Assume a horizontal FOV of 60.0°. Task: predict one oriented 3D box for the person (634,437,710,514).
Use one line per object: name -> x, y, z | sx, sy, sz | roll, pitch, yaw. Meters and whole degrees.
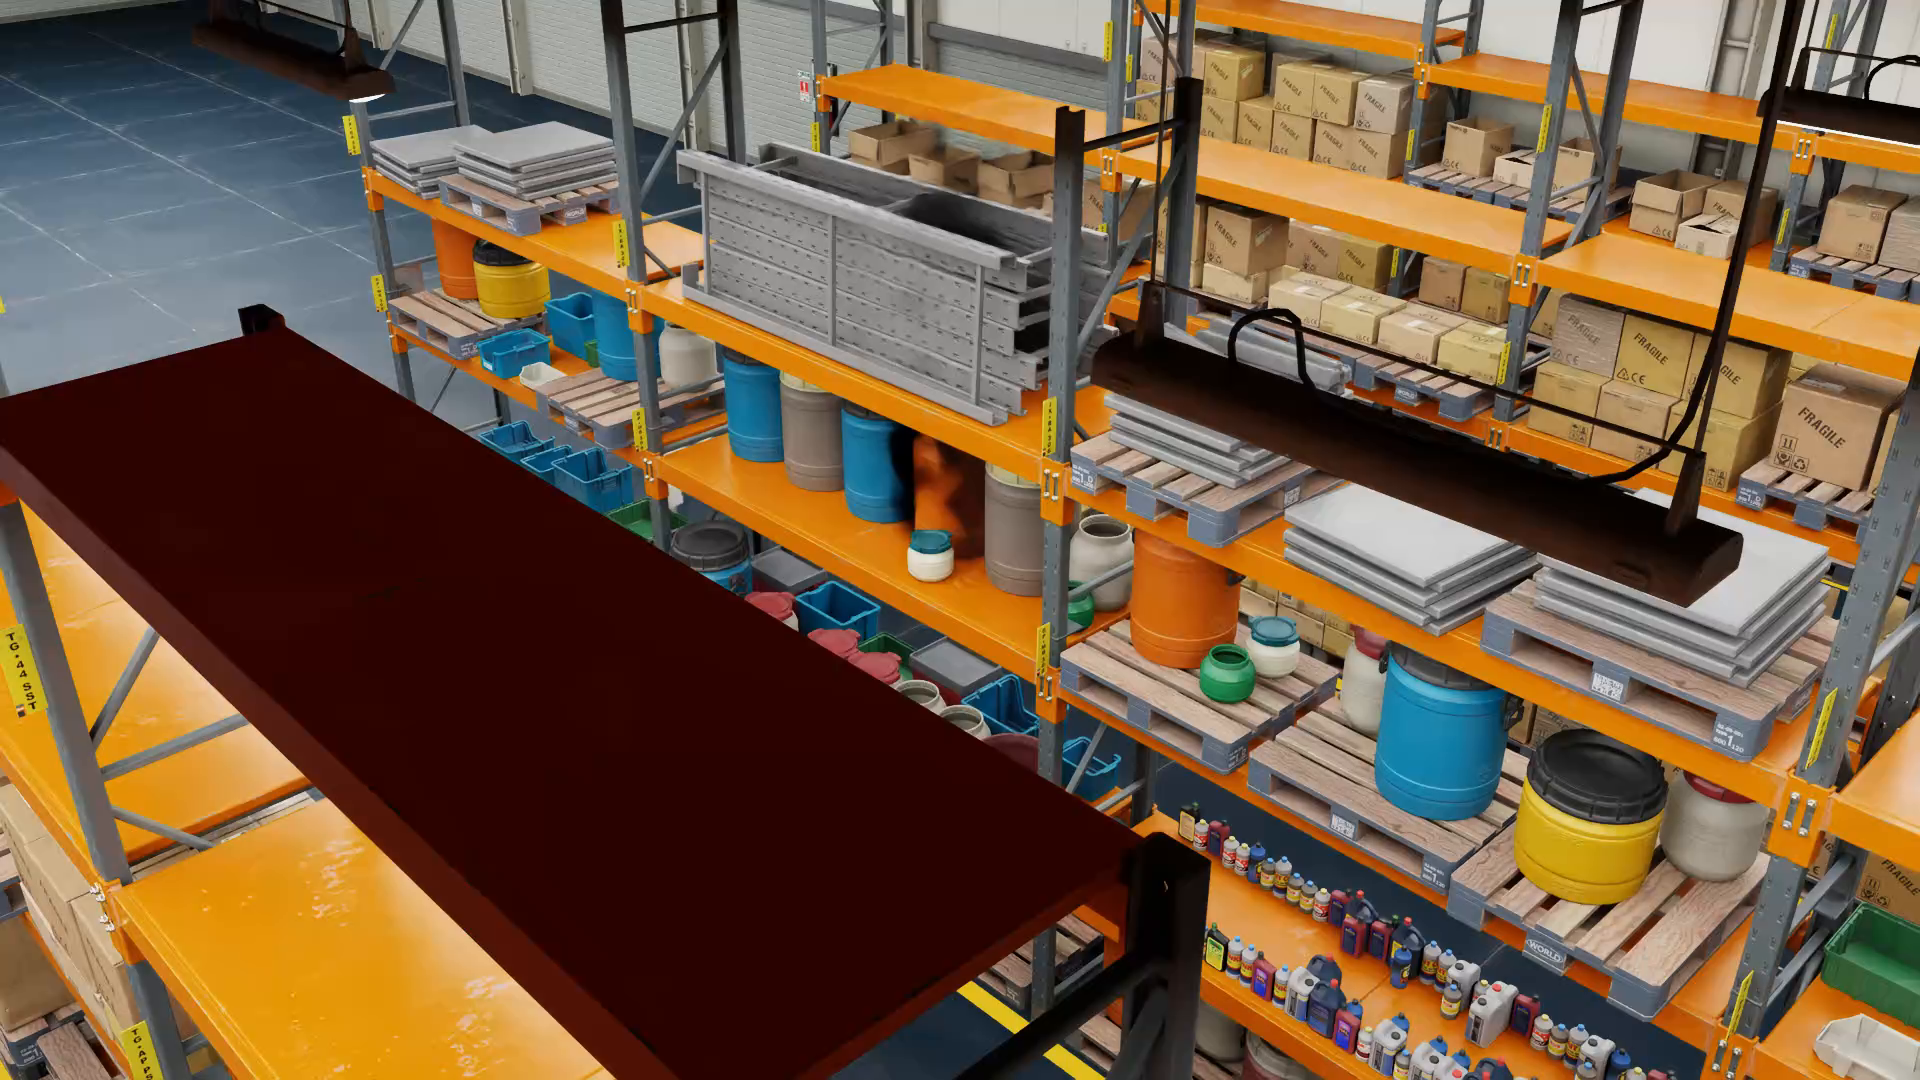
person -> -2.809, -0.539, 15.998 | 0.822, 1.843, 0.667 | 18, 33, 29
